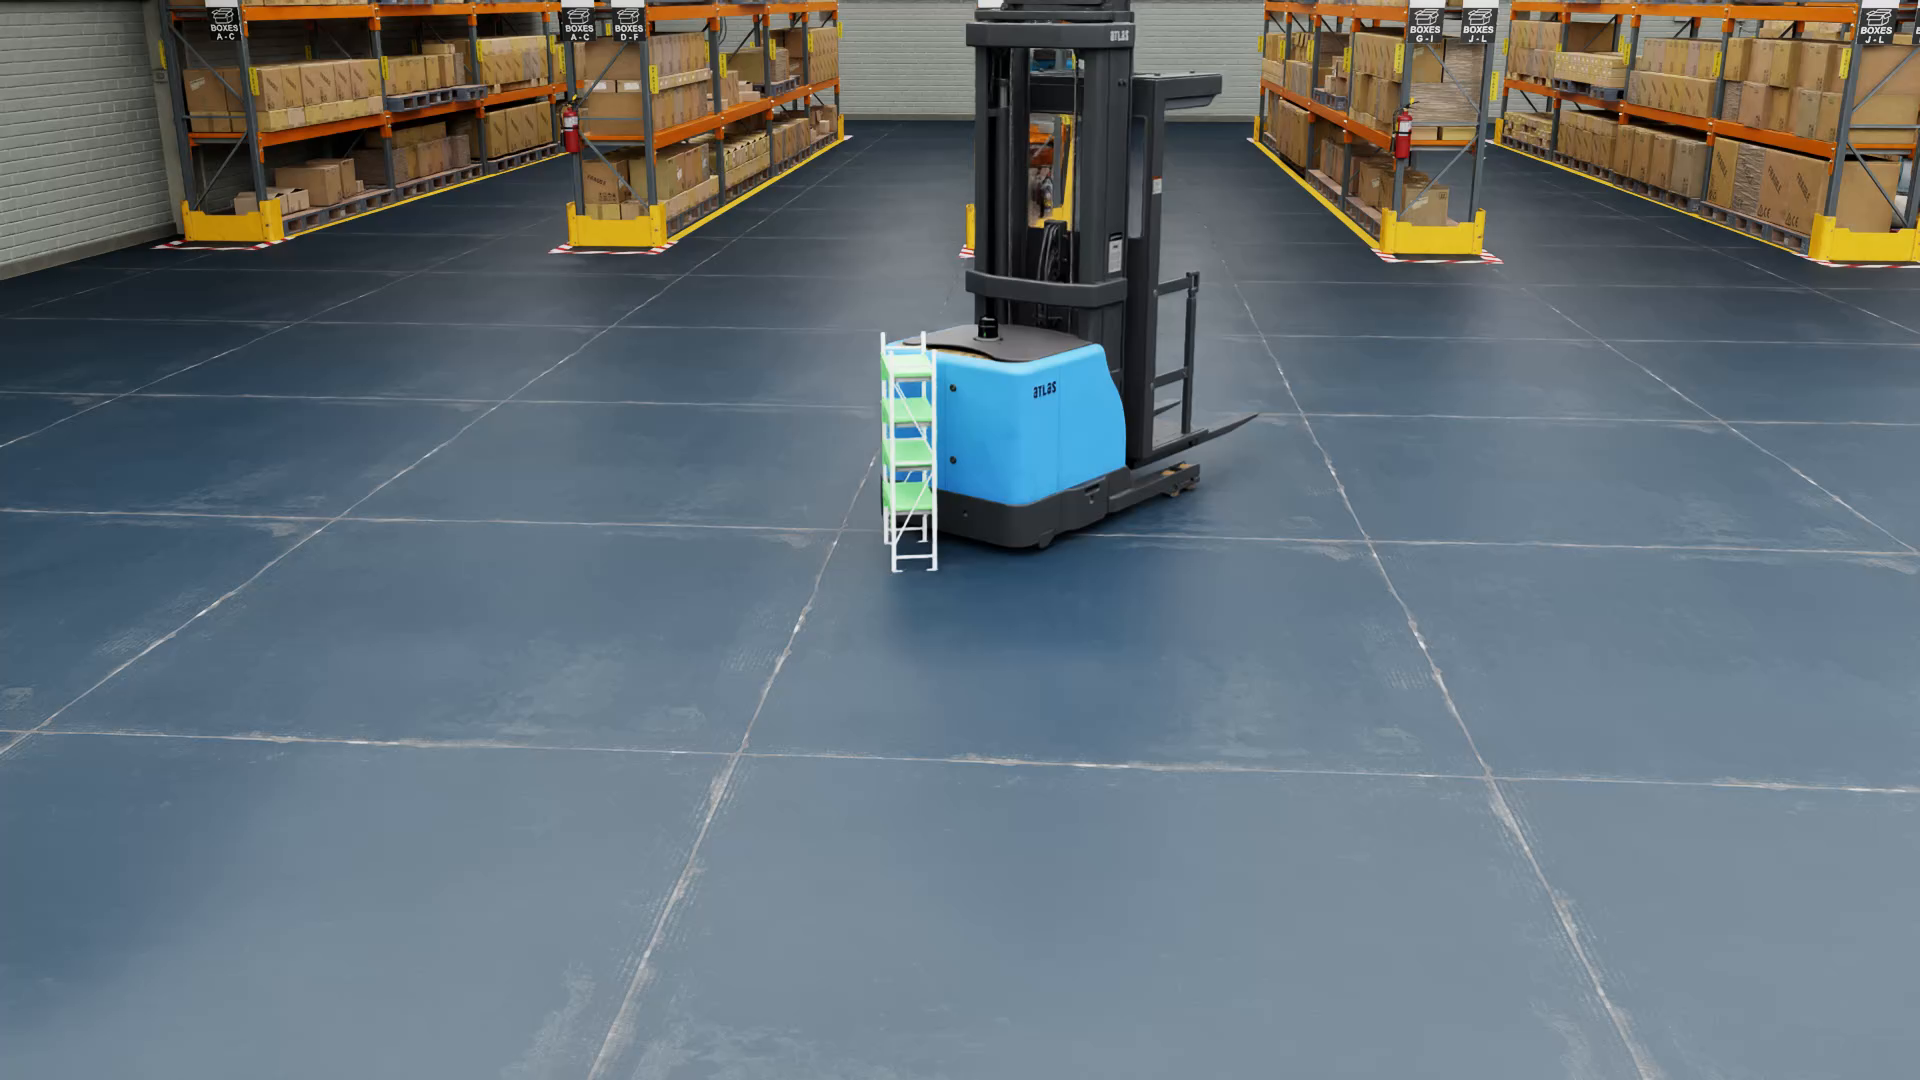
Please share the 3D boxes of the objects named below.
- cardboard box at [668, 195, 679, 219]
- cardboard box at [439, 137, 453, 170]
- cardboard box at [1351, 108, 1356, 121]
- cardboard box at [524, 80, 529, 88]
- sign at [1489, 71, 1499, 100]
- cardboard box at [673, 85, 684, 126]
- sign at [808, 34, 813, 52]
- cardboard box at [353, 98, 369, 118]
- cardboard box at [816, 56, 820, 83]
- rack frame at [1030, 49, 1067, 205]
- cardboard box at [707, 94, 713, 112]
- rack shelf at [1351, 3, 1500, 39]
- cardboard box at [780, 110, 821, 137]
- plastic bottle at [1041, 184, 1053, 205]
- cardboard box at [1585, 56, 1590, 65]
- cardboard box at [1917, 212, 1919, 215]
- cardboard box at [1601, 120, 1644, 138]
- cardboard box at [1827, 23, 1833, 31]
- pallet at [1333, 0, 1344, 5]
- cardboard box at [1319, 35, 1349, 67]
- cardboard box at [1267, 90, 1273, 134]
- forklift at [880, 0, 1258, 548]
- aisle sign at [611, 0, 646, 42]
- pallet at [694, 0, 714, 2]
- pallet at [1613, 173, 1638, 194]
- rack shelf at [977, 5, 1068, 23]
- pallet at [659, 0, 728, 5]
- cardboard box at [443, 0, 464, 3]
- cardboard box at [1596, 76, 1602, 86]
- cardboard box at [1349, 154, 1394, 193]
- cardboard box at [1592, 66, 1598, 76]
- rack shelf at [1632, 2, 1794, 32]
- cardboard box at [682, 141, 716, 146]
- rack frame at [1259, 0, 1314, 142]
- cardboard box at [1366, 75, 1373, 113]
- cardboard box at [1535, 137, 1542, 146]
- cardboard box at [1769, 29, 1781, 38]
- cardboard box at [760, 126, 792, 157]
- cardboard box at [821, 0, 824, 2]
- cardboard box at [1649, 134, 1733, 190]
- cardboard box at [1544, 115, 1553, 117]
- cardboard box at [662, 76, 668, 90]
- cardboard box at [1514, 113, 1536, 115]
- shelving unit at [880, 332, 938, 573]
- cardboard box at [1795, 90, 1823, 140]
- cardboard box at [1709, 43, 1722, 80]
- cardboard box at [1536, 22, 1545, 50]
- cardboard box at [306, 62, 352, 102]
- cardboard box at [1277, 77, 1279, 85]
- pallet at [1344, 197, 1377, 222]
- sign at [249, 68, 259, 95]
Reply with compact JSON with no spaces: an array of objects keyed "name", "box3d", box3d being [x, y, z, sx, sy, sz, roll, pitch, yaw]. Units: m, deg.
[{"name":"cardboard box","box3d":[-3.937,-4.305,21.485,0.500,0.250,0.500,1,18,4]},{"name":"cardboard box","box3d":[-8.750,-6.328,27.226,0.700,0.500,0.500,1,18,4]},{"name":"cardboard box","box3d":[5.591,-5.858,22.887,0.380,0.149,0.250,1,18,4]},{"name":"cardboard box","box3d":[-8.155,-8.394,30.594,0.380,0.149,0.250,1,18,4]},{"name":"sign","box3d":[6.192,-5.272,19.305,0.100,0.325,0.005,1,18,4]},{"name":"cardboard box","box3d":[-4.075,-5.768,22.048,0.700,0.500,0.500,2,18,6]},{"name":"sign","box3d":[-2.816,-9.361,31.314,0.100,0.325,0.005,1,18,4]},{"name":"cardboard box","box3d":[-8.660,-6.076,23.359,0.500,0.250,0.500,1,18,4]},{"name":"cardboard box","box3d":[-3.027,-9.181,32.463,0.500,0.500,0.500,2,18,5]},{"name":"rack frame","box3d":[0.997,-6.225,23.605,1.000,3.000,0.127,1,18,4]},{"name":"cardboard box","box3d":[-3.951,-6.420,24.439,0.500,0.250,0.500,2,18,7]},{"name":"rack shelf","box3d":[5.794,-6.577,21.017,1.077,0.370,4.000,1,18,4]},{"name":"cardboard box","box3d":[-3.240,-8.428,33.630,0.797,0.503,0.637,1,18,4]},{"name":"plastic bottle","box3d":[1.186,-4.723,22.689,0.152,0.276,0.135,2,18,5]},{"name":"cardboard box","box3d":[10.837,-8.142,28.228,0.380,0.149,0.250,2,18,7]},{"name":"cardboard box","box3d":[12.591,-4.099,21.505,0.396,0.266,0.258,4,19,13]},{"name":"cardboard box","box3d":[10.952,-6.801,27.498,0.500,0.250,0.500,1,18,3]},{"name":"cardboard box","box3d":[16.255,-9.469,30.695,0.380,0.149,0.250,1,18,4]},{"name":"pallet","box3d":[6.159,-7.963,24.391,1.213,0.211,1.003,1,18,4]},{"name":"cardboard box","box3d":[6.293,-8.108,27.579,0.797,0.503,0.637,2,18,6]},{"name":"cardboard box","box3d":[6.832,-8.831,34.295,0.875,0.875,0.875,1,18,4]},{"name":"forklift","box3d":[0.844,-1.740,10.025,1.130,2.935,3.031,14,23,36]},{"name":"aisle sign","box3d":[-3.929,-6.303,19.667,0.394,0.787,0.004,1,18,4]},{"name":"pallet","box3d":[-3.978,-7.455,22.682,1.003,0.211,1.213,1,18,4]},{"name":"pallet","box3d":[11.033,-5.647,26.317,1.003,0.211,1.213,1,18,4]},{"name":"rack shelf","box3d":[0.854,-6.688,21.354,1.077,0.370,4.000,1,18,4]},{"name":"pallet","box3d":[-3.893,-7.946,24.346,0.805,0.209,1.217,1,18,2]},{"name":"cardboard box","box3d":[-8.380,-8.852,26.914,0.500,0.311,0.500,1,18,4]},{"name":"cardboard box","box3d":[10.779,-7.616,27.577,0.380,0.149,0.250,2,18,5]},{"name":"cardboard box","box3d":[6.003,-5.326,24.169,0.700,0.500,0.500,0,18,0]},{"name":"cardboard box","box3d":[10.798,-7.843,27.792,0.380,0.149,0.250,1,18,4]},{"name":"rack shelf","box3d":[11.021,-7.678,24.374,1.077,0.370,4.000,1,18,4]},{"name":"cardboard box","box3d":[-4.091,-6.101,26.067,0.500,0.311,0.500,1,18,3]},{"name":"rack frame","box3d":[6.798,-9.842,34.642,1.000,3.000,0.127,1,18,4]},{"name":"cardboard box","box3d":[5.837,-5.853,21.831,0.875,0.500,0.500,1,18,4]},{"name":"cardboard box","box3d":[11.196,-7.594,31.685,0.380,0.149,0.250,1,18,2]},{"name":"cardboard box","box3d":[16.334,-9.840,32.869,0.500,0.500,0.500,1,18,2]},{"name":"cardboard box","box3d":[-3.266,-7.054,29.442,0.500,0.500,0.500,1,18,3]},{"name":"cardboard box","box3d":[-2.978,-10.787,32.951,0.500,0.250,0.500,1,18,4]},{"name":"cardboard box","box3d":[10.905,-5.598,24.627,1.050,0.750,0.750,1,18,4]},{"name":"cardboard box","box3d":[11.904,-8.418,33.245,0.380,0.149,0.250,1,18,2]},{"name":"cardboard box","box3d":[-3.931,-5.806,21.121,0.380,0.149,0.250,1,18,3]},{"name":"cardboard box","box3d":[11.462,-8.584,33.751,0.380,0.149,0.250,2,18,5]},{"name":"shelving unit","box3d":[-0.276,-0.477,8.953,0.258,1.200,0.503,-2,18,-7]},{"name":"cardboard box","box3d":[10.590,-5.089,19.897,0.875,0.550,0.550,1,18,4]},{"name":"cardboard box","box3d":[10.907,-6.650,23.134,0.700,0.500,0.500,1,18,3]},{"name":"cardboard box","box3d":[11.298,-9.593,31.637,0.500,0.500,0.500,2,18,5]},{"name":"cardboard box","box3d":[-8.686,-6.276,22.764,0.500,0.500,0.500,1,18,2]},{"name":"cardboard box","box3d":[6.243,-8.742,31.688,0.380,0.149,0.250,1,18,3]},{"name":"pallet","box3d":[5.925,-4.580,23.063,1.003,0.211,1.213,1,18,4]},{"name":"sign","box3d":[-8.630,-5.604,20.317,0.100,0.325,0.005,1,18,4]}]
